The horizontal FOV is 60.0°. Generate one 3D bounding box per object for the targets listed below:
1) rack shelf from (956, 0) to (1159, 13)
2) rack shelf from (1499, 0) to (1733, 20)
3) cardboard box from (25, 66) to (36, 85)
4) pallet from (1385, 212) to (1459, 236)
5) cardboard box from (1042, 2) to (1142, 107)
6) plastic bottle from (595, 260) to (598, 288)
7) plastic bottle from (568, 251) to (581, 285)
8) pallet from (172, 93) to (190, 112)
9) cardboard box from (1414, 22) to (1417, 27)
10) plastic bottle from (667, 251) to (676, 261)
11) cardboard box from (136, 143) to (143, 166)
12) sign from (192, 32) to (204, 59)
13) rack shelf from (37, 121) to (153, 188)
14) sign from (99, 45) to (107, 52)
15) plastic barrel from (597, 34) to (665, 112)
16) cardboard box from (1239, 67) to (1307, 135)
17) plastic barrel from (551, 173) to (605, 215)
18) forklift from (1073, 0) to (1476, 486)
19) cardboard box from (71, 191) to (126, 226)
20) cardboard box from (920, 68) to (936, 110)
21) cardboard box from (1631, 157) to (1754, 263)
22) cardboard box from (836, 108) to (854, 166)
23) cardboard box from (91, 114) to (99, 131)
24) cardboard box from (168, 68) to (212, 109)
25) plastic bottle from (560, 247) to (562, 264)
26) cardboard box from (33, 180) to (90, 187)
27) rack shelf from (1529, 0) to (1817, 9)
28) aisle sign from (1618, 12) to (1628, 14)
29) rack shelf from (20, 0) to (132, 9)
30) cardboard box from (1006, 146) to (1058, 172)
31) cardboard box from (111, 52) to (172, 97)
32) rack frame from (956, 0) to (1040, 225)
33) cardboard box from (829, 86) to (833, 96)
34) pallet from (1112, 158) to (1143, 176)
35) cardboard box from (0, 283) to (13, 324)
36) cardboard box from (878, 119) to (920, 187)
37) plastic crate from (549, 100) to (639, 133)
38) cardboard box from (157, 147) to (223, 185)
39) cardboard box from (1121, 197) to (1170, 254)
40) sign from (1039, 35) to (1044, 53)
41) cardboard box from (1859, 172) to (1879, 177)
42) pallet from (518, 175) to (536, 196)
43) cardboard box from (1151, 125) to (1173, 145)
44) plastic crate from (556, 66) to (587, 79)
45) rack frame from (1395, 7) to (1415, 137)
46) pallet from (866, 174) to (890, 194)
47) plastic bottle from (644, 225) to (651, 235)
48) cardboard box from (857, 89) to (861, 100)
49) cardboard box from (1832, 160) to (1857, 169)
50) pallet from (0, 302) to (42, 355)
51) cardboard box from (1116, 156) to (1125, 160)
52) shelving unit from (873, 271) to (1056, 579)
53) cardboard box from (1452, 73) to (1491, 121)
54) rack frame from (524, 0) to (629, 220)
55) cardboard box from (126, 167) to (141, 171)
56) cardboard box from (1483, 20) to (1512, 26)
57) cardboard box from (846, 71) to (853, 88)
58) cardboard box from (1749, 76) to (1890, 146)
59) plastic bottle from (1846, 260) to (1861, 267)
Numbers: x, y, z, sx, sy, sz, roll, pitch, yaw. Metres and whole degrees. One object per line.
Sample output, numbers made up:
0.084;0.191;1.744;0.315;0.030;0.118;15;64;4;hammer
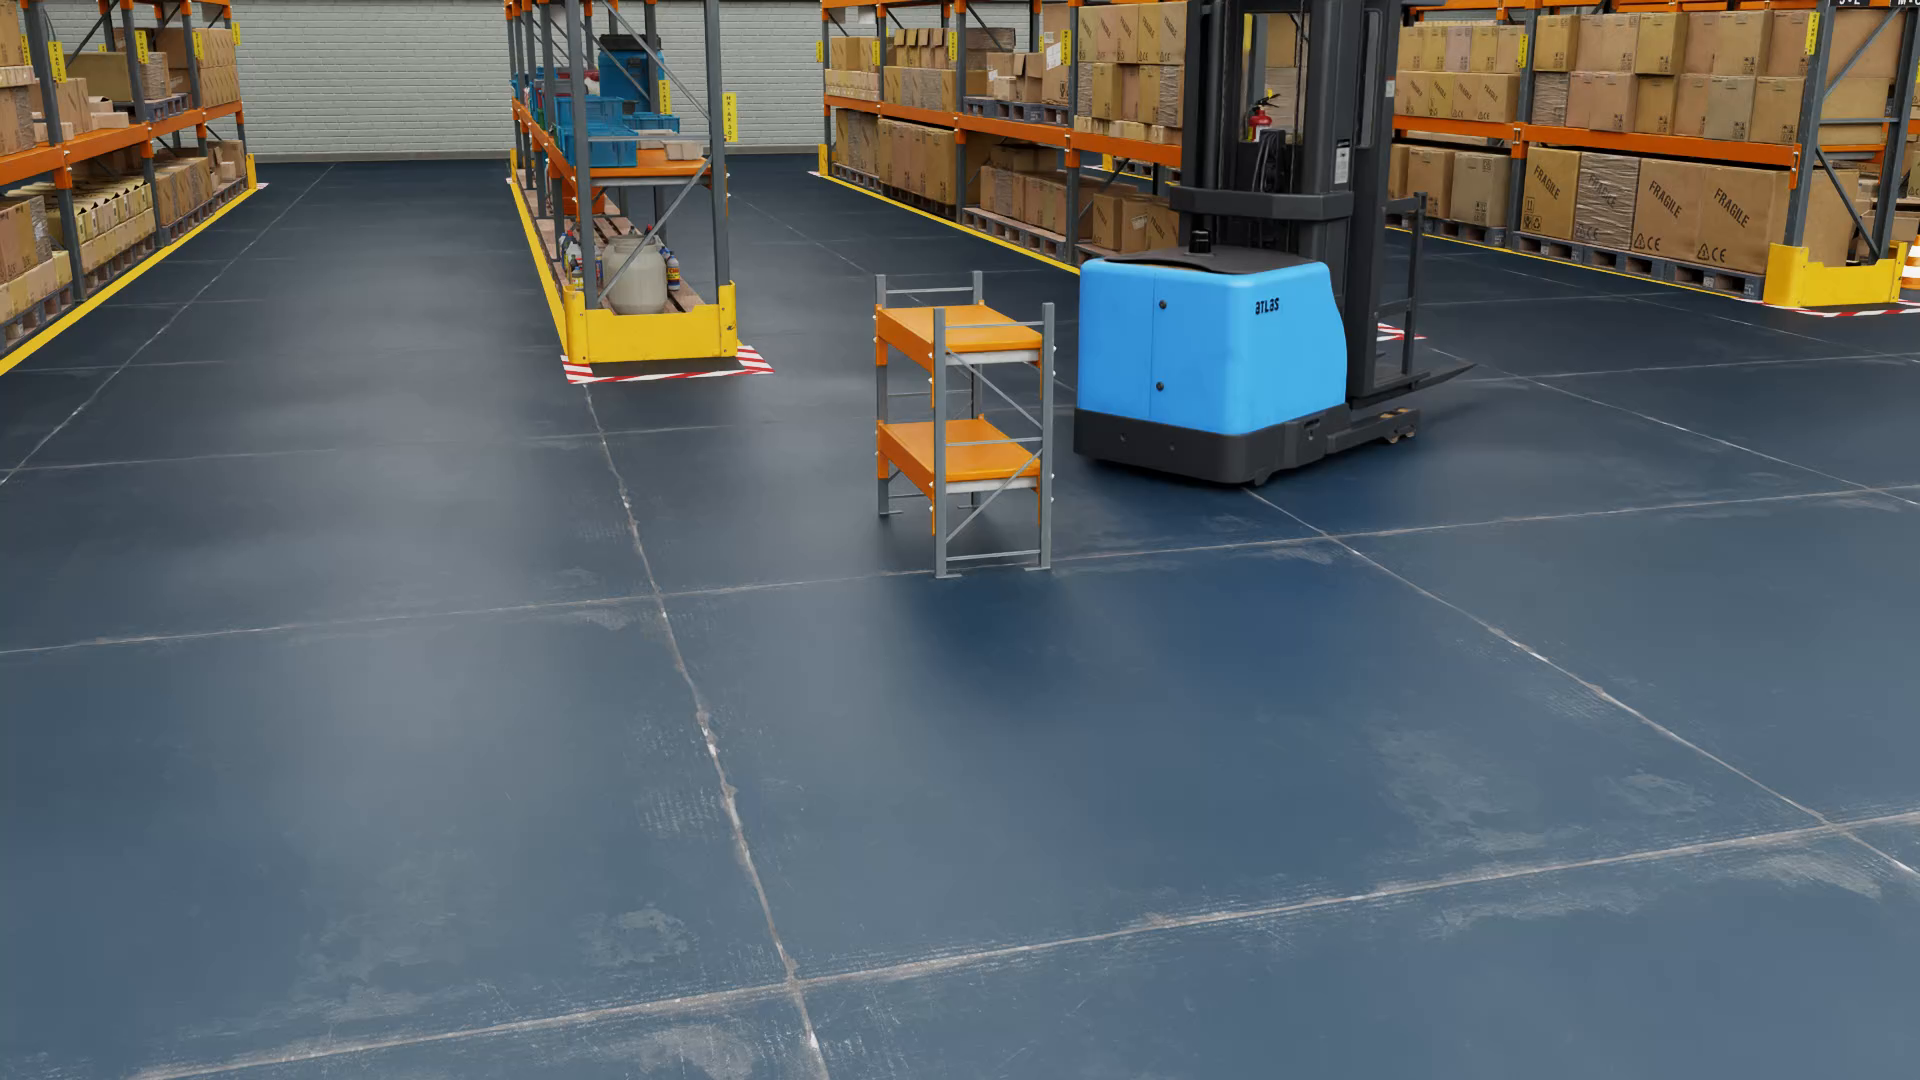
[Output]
1.001;-5.870;17.817;1.077;0.370;4.000;-5;17;-15;rack shelf
9.430;-7.760;24.108;1.077;0.370;4.000;-5;17;-15;rack shelf
-7.695;-3.743;13.397;0.380;0.149;0.250;-5;17;-15;cardboard box
5.724;-3.799;19.733;1.003;0.211;1.213;-5;17;-15;pallet
1.466;-4.944;16.925;1.000;1.000;1.000;-5;17;-15;cardboard box
-2.980;-2.190;13.487;0.061;0.283;0.133;-5;17;-15;plastic bottle
-3.120;-2.217;13.587;0.152;0.276;0.135;-5;17;-17;plastic bottle
-10.060;-5.334;20.329;1.003;0.211;1.213;-5;17;-15;pallet
7.926;-8.757;28.352;0.380;0.149;0.250;-5;17;-15;cardboard box
-2.356;-2.227;13.608;0.061;0.283;0.133;-4;17;-14;plastic bottle
-10.001;-4.599;19.824;0.500;0.250;0.500;-5;17;-15;cardboard box
-9.642;-6.255;21.049;0.100;0.325;0.005;-5;17;-15;sign
-8.525;-3.651;15.644;1.077;0.370;4.000;-5;17;-15;rack shelf
-10.694;-6.025;20.791;0.100;0.325;0.005;-5;17;-15;sign
-3.027;-4.204;15.363;0.600;0.901;0.708;-5;17;-15;plastic barrel
2.525;-3.463;13.076;0.875;0.500;0.500;-5;17;-15;cardboard box
-4.462;-4.235;19.381;0.600;0.830;0.708;-5;17;-15;plastic barrel
1.950;-2.023;9.094;1.130;2.935;3.031;14;22;39;forklift
-8.274;-3.155;15.815;0.500;0.311;0.500;-4;17;-14;cardboard box
-0.200;-5.778;21.299;0.500;0.500;0.500;-5;18;-17;cardboard box
6.953;-3.092;15.494;0.875;0.875;0.875;-5;17;-16;cardboard box
-1.495;-6.557;27.030;0.875;0.875;0.875;-5;17;-15;cardboard box
-8.670;-4.081;16.259;0.380;0.149;0.250;-3;17;-11;cardboard box
-10.052;-5.866;21.593;0.500;0.500;0.500;-4;17;-14;cardboard box
-3.518;-2.553;14.836;0.097;0.201;0.097;0;17;0;plastic bottle
-9.213;-3.534;17.077;0.500;0.311;0.500;-4;17;-13;cardboard box
6.897;-5.128;15.346;1.077;0.370;4.000;-5;17;-15;rack shelf
12.251;-9.962;30.883;0.394;0.787;0.004;-5;17;-15;aisle sign
-8.525;-5.088;15.213;1.077;0.370;4.000;-5;17;-15;rack shelf
0.819;-4.375;19.080;0.500;0.250;0.500;-3;17;-9;cardboard box
-9.629;-5.421;19.380;0.700;0.500;0.500;-10;19;-29;cardboard box
0.451;-5.331;19.986;1.000;3.000;0.127;-5;17;-15;rack frame
-1.895;-7.229;26.740;0.380;0.149;0.250;-5;17;-16;cardboard box
3.259;-6.324;28.139;1.003;0.211;1.213;-5;17;-15;pallet
-7.088;-1.663;11.823;0.500;0.250;0.500;-5;17;-15;cardboard box
-0.453;-5.446;23.331;1.225;0.875;0.875;-5;17;-15;cardboard box
-3.190;-3.649;14.493;0.767;0.338;0.504;-5;17;-15;plastic crate
-10.696;-5.190;23.090;0.797;0.503;0.637;-5;17;-15;cardboard box
1.786;-2.957;15.698;0.500;0.500;0.500;1;17;2;cardboard box
0.970;-5.893;19.983;0.100;0.325;0.005;-5;17;-15;sign
10.731;-4.294;20.372;0.950;0.372;0.625;-4;17;-12;cardboard box
-5.989;-5.249;24.560;1.003;0.211;1.213;-5;17;-15;pallet
1.859;-3.467;14.217;0.380;0.149;0.250;-5;17;-15;cardboard box
-5.415;-6.372;23.237;0.402;0.464;0.583;-5;17;-15;plastic crate
5.248;-5.695;21.199;1.000;3.000;0.127;-5;17;-15;rack frame
-0.782;-5.319;24.792;1.003;0.211;1.213;-5;17;-15;pallet
-2.758;-2.620;14.800;0.144;0.351;0.185;-5;17;-17;plastic bottle
-1.330;-6.661;24.848;0.380;0.149;0.250;-4;17;-14;cardboard box
13.993;-6.038;25.955;0.500;0.500;0.500;-5;18;-17;cardboard box
-7.459;-1.546;12.231;1.003;0.211;1.213;-5;17;-15;pallet
2.885;-6.574;28.349;0.380;0.149;0.250;-4;17;-14;cardboard box
-0.002;-0.541;7.296;0.538;1.125;1.048;-5;17;-15;shelving unit
5.808;-4.900;18.376;0.500;0.500;0.500;-5;17;-16;cardboard box
-4.311;-4.940;18.683;1.000;3.000;0.127;-5;17;-15;rack frame
-9.850;-4.091;19.437;0.500;0.500;0.500;-5;18;-17;cardboard box
8.489;-8.119;26.226;0.380;0.149;0.250;-5;17;-16;cardboard box
-1.443;-7.034;25.399;0.500;0.250;0.500;-5;17;-16;cardboard box
7.301;-3.654;14.140;0.875;0.550;0.550;-5;17;-15;cardboard box
8.732;-2.730;16.434;0.133;0.061;0.283;-12;20;-34;plastic bottle
